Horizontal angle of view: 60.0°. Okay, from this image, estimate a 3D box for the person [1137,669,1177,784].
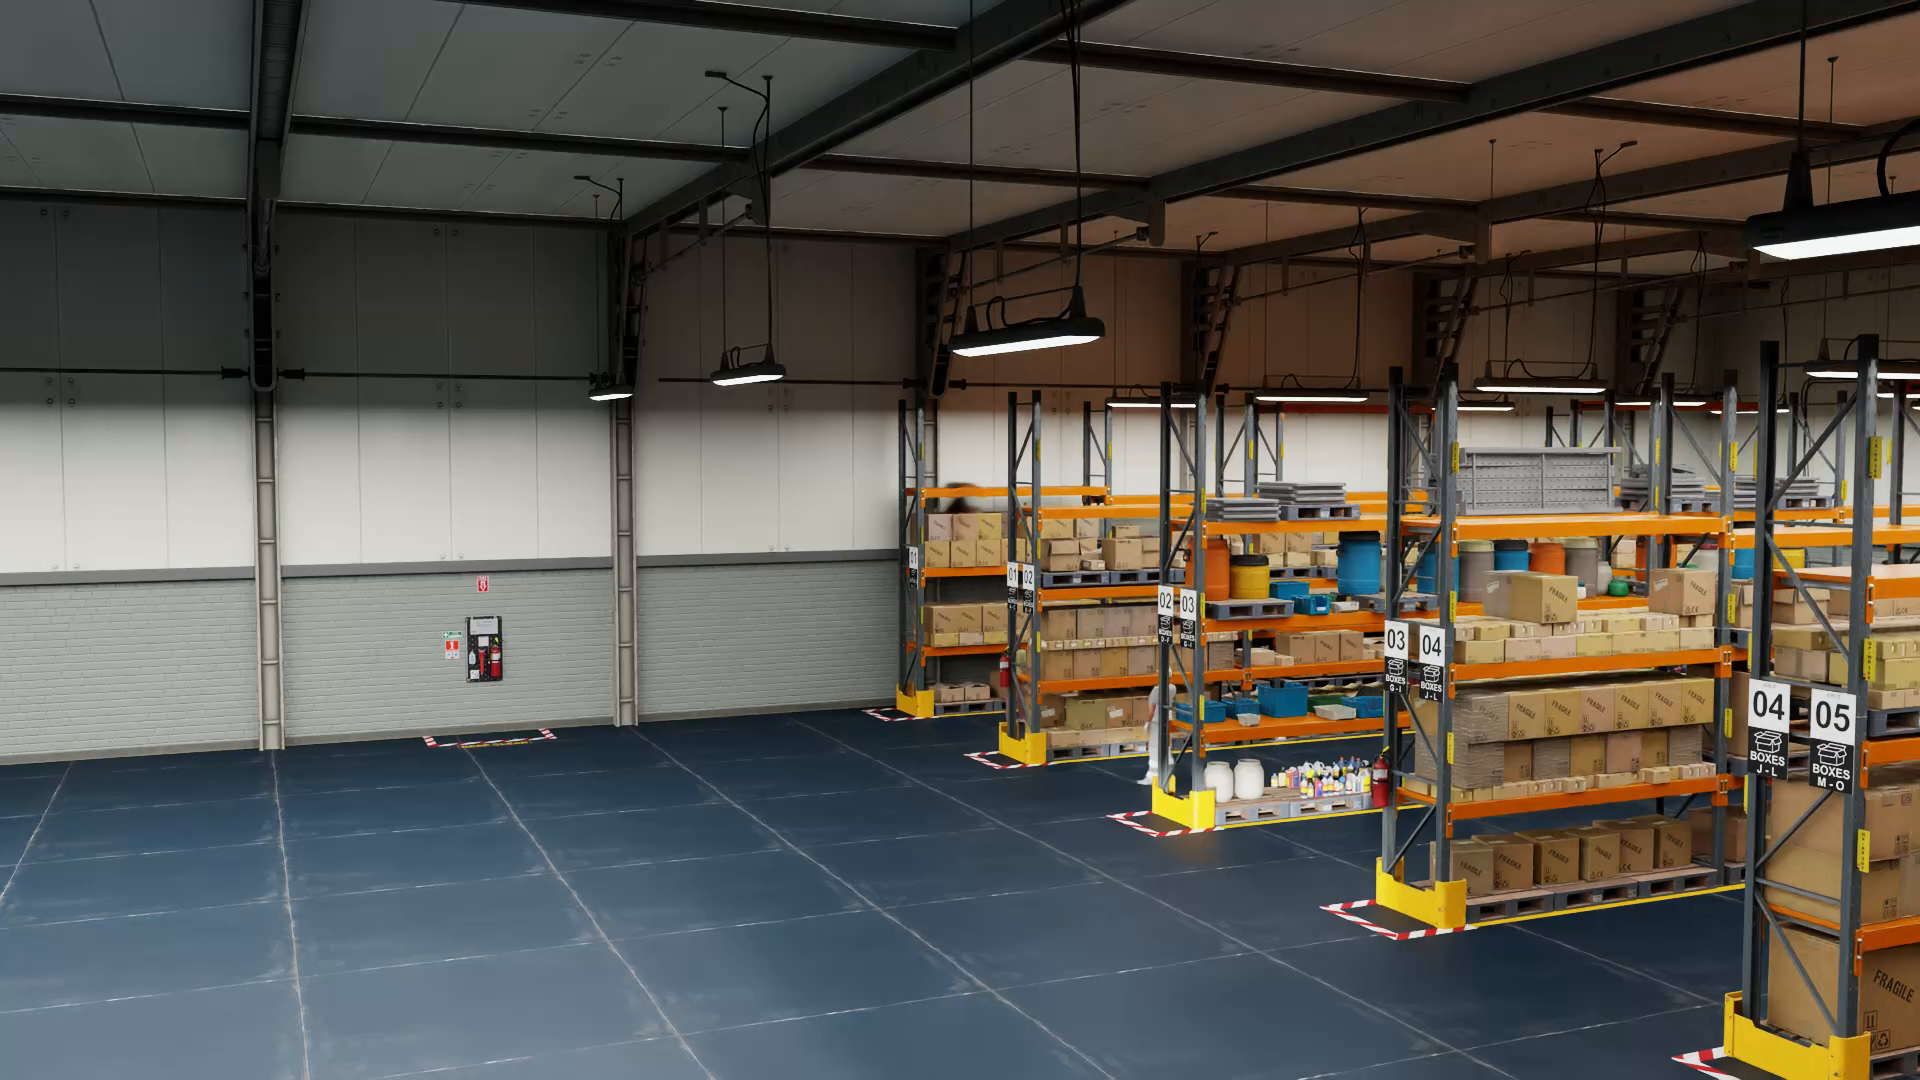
[{"bbox_3d":[2.993,2.796,25.234,0.538,1.811,0.570,2,4,27],"label":"person"}]

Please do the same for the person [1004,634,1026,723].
[{"bbox_3d":[0.986,2.545,30.486,0.484,1.668,0.531,-1,4,-18],"label":"person"}]

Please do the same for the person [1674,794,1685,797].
[{"bbox_3d":[10.953,2.934,24.332,0.972,1.651,0.430,-1,4,-22],"label":"person"}]
